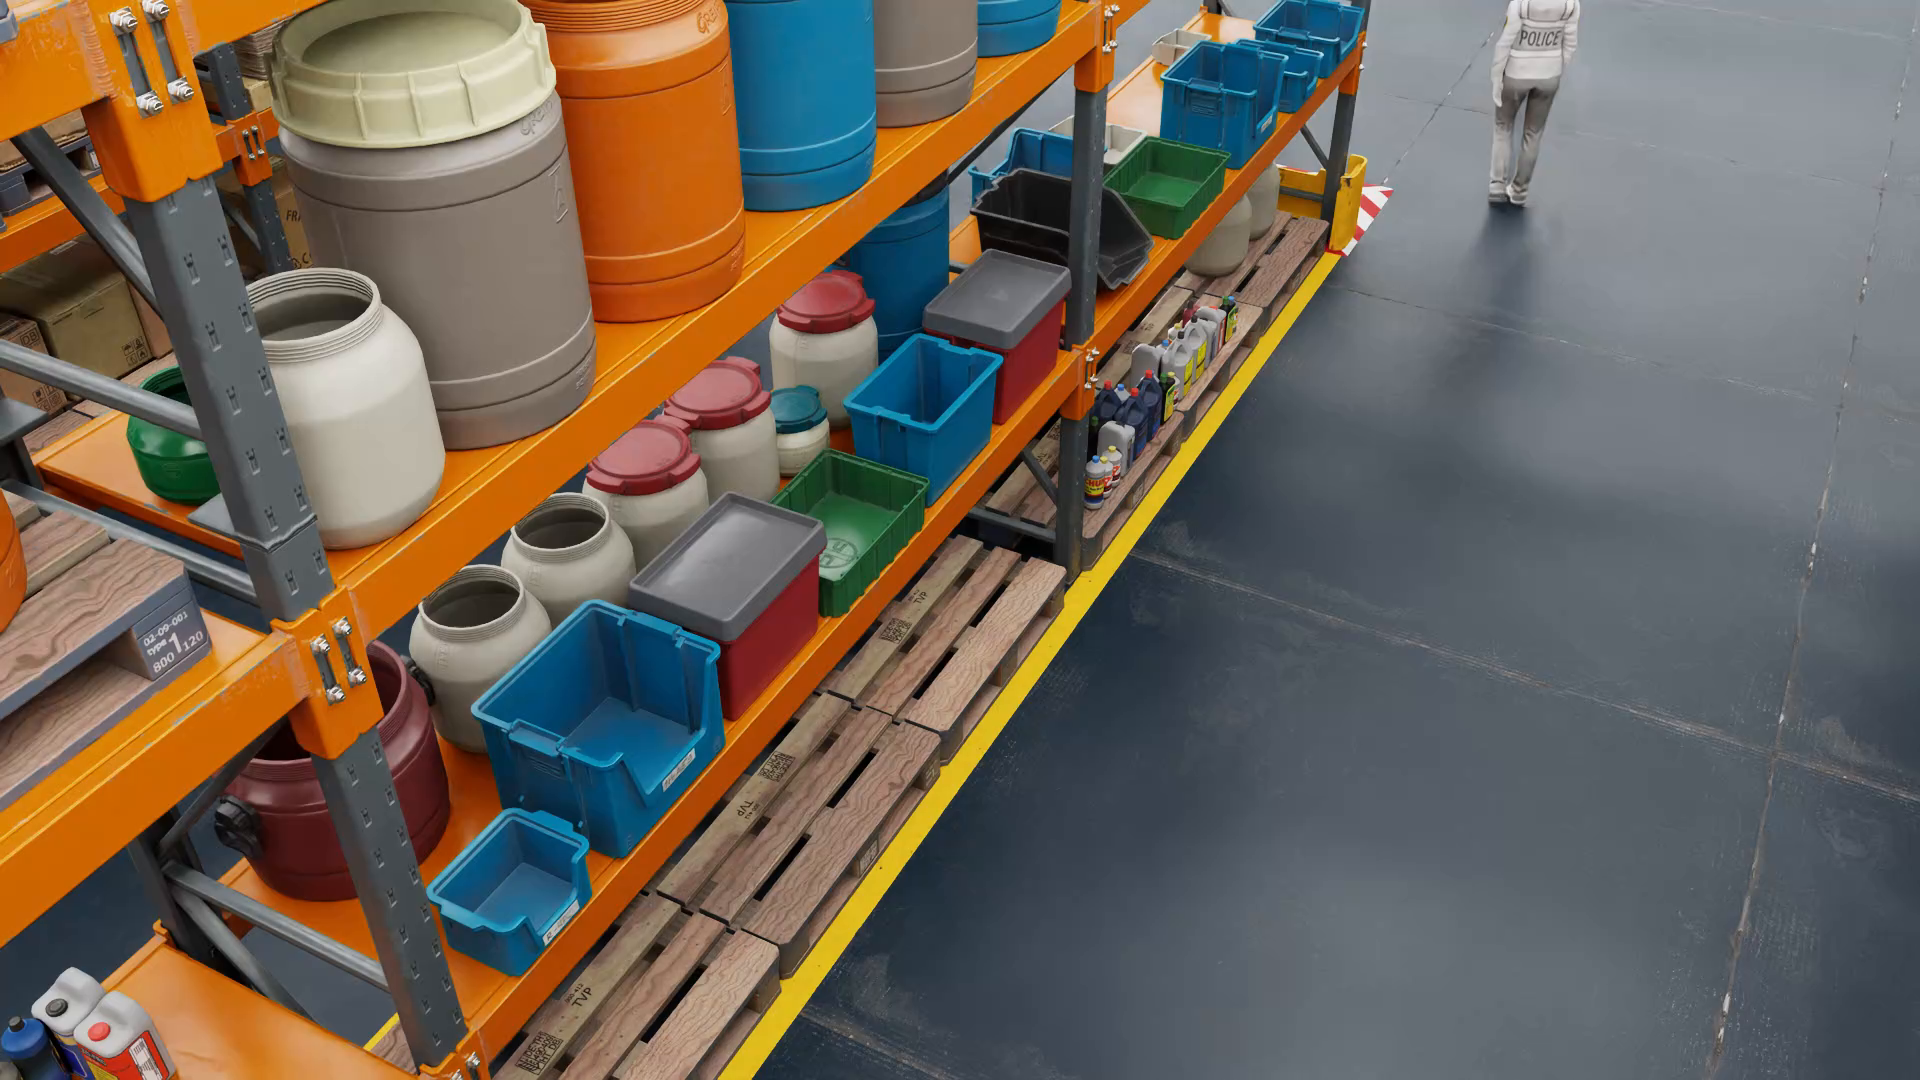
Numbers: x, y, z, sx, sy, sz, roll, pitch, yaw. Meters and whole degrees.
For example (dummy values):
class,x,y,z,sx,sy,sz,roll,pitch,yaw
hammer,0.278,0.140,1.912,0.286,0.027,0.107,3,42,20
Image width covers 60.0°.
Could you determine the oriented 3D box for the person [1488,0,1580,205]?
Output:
class,x,y,z,sx,sy,sz,roll,pitch,yaw
person,3.587,-2.893,10.545,0.506,1.761,0.406,5,38,7
